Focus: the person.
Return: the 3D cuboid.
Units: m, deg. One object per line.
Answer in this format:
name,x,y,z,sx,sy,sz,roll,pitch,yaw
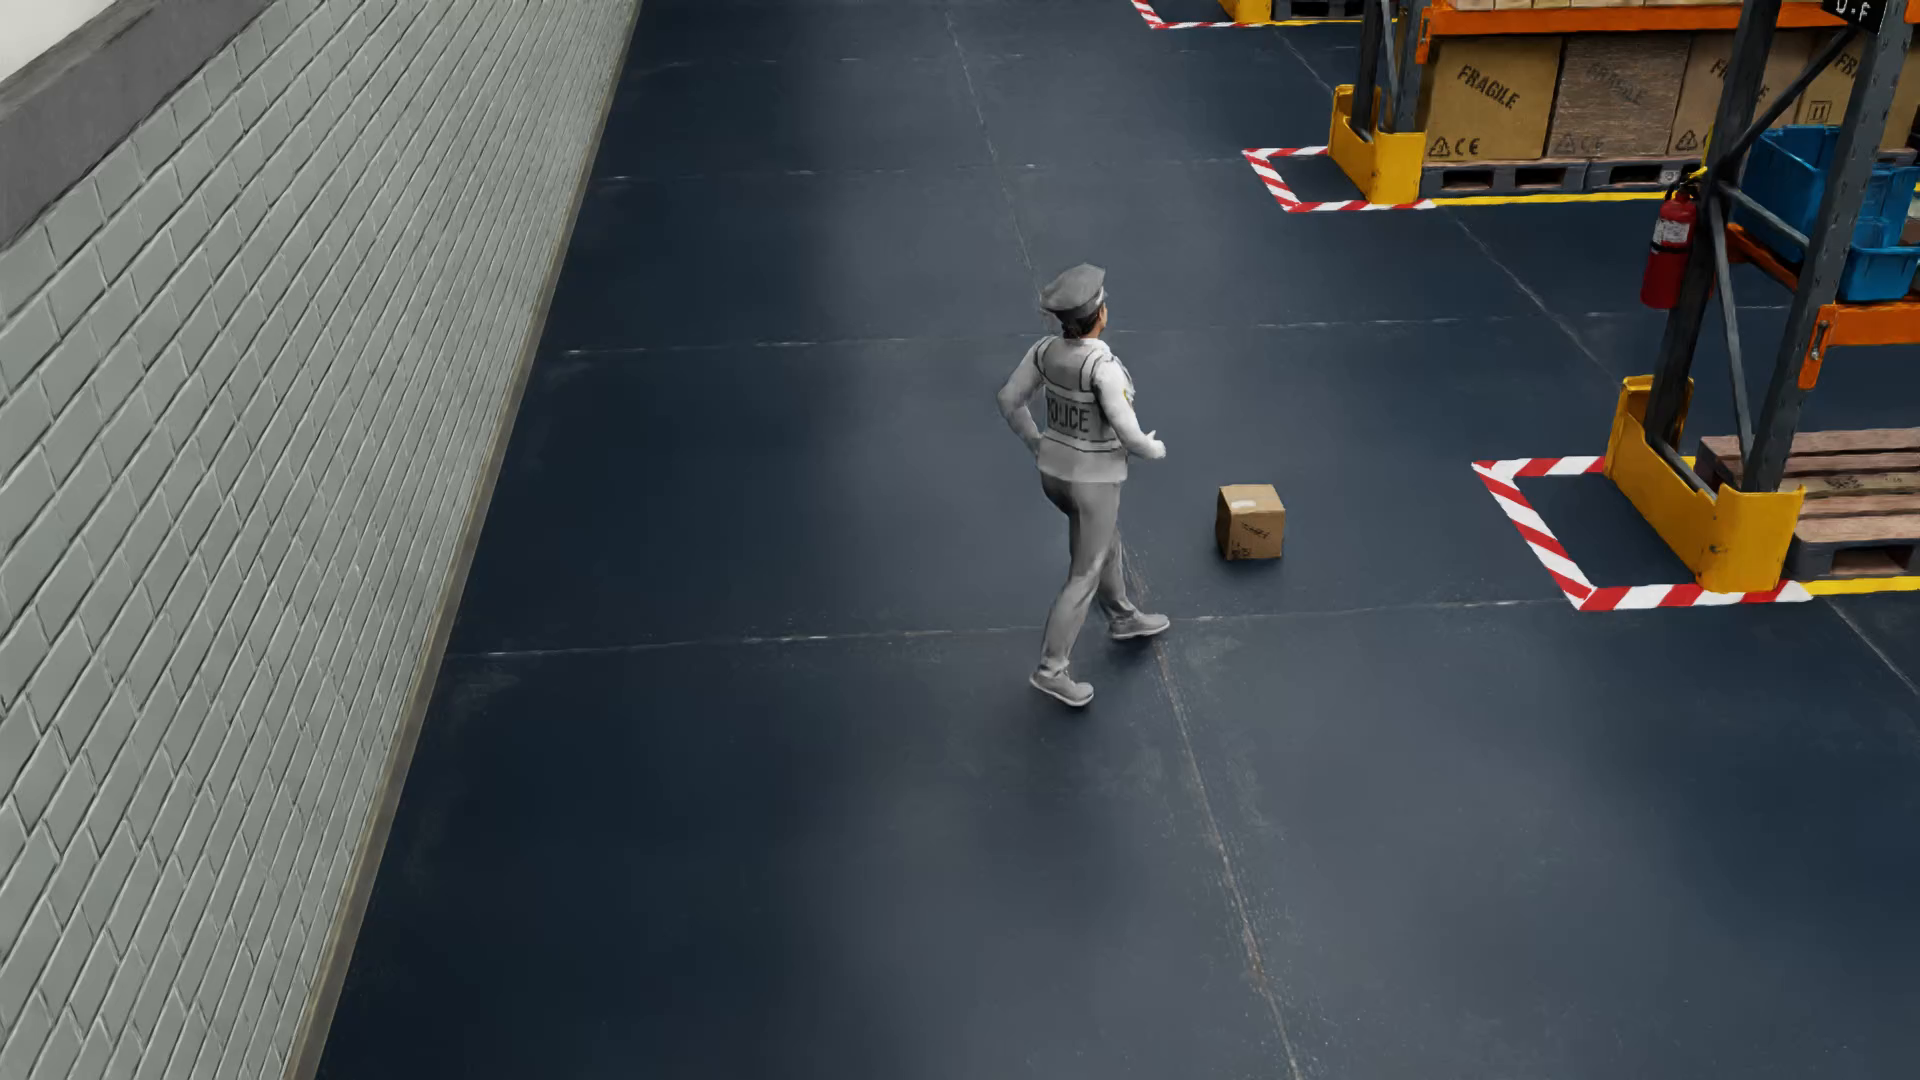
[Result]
person,0.494,-0.254,6.493,0.838,1.664,0.664,-22,37,-31
